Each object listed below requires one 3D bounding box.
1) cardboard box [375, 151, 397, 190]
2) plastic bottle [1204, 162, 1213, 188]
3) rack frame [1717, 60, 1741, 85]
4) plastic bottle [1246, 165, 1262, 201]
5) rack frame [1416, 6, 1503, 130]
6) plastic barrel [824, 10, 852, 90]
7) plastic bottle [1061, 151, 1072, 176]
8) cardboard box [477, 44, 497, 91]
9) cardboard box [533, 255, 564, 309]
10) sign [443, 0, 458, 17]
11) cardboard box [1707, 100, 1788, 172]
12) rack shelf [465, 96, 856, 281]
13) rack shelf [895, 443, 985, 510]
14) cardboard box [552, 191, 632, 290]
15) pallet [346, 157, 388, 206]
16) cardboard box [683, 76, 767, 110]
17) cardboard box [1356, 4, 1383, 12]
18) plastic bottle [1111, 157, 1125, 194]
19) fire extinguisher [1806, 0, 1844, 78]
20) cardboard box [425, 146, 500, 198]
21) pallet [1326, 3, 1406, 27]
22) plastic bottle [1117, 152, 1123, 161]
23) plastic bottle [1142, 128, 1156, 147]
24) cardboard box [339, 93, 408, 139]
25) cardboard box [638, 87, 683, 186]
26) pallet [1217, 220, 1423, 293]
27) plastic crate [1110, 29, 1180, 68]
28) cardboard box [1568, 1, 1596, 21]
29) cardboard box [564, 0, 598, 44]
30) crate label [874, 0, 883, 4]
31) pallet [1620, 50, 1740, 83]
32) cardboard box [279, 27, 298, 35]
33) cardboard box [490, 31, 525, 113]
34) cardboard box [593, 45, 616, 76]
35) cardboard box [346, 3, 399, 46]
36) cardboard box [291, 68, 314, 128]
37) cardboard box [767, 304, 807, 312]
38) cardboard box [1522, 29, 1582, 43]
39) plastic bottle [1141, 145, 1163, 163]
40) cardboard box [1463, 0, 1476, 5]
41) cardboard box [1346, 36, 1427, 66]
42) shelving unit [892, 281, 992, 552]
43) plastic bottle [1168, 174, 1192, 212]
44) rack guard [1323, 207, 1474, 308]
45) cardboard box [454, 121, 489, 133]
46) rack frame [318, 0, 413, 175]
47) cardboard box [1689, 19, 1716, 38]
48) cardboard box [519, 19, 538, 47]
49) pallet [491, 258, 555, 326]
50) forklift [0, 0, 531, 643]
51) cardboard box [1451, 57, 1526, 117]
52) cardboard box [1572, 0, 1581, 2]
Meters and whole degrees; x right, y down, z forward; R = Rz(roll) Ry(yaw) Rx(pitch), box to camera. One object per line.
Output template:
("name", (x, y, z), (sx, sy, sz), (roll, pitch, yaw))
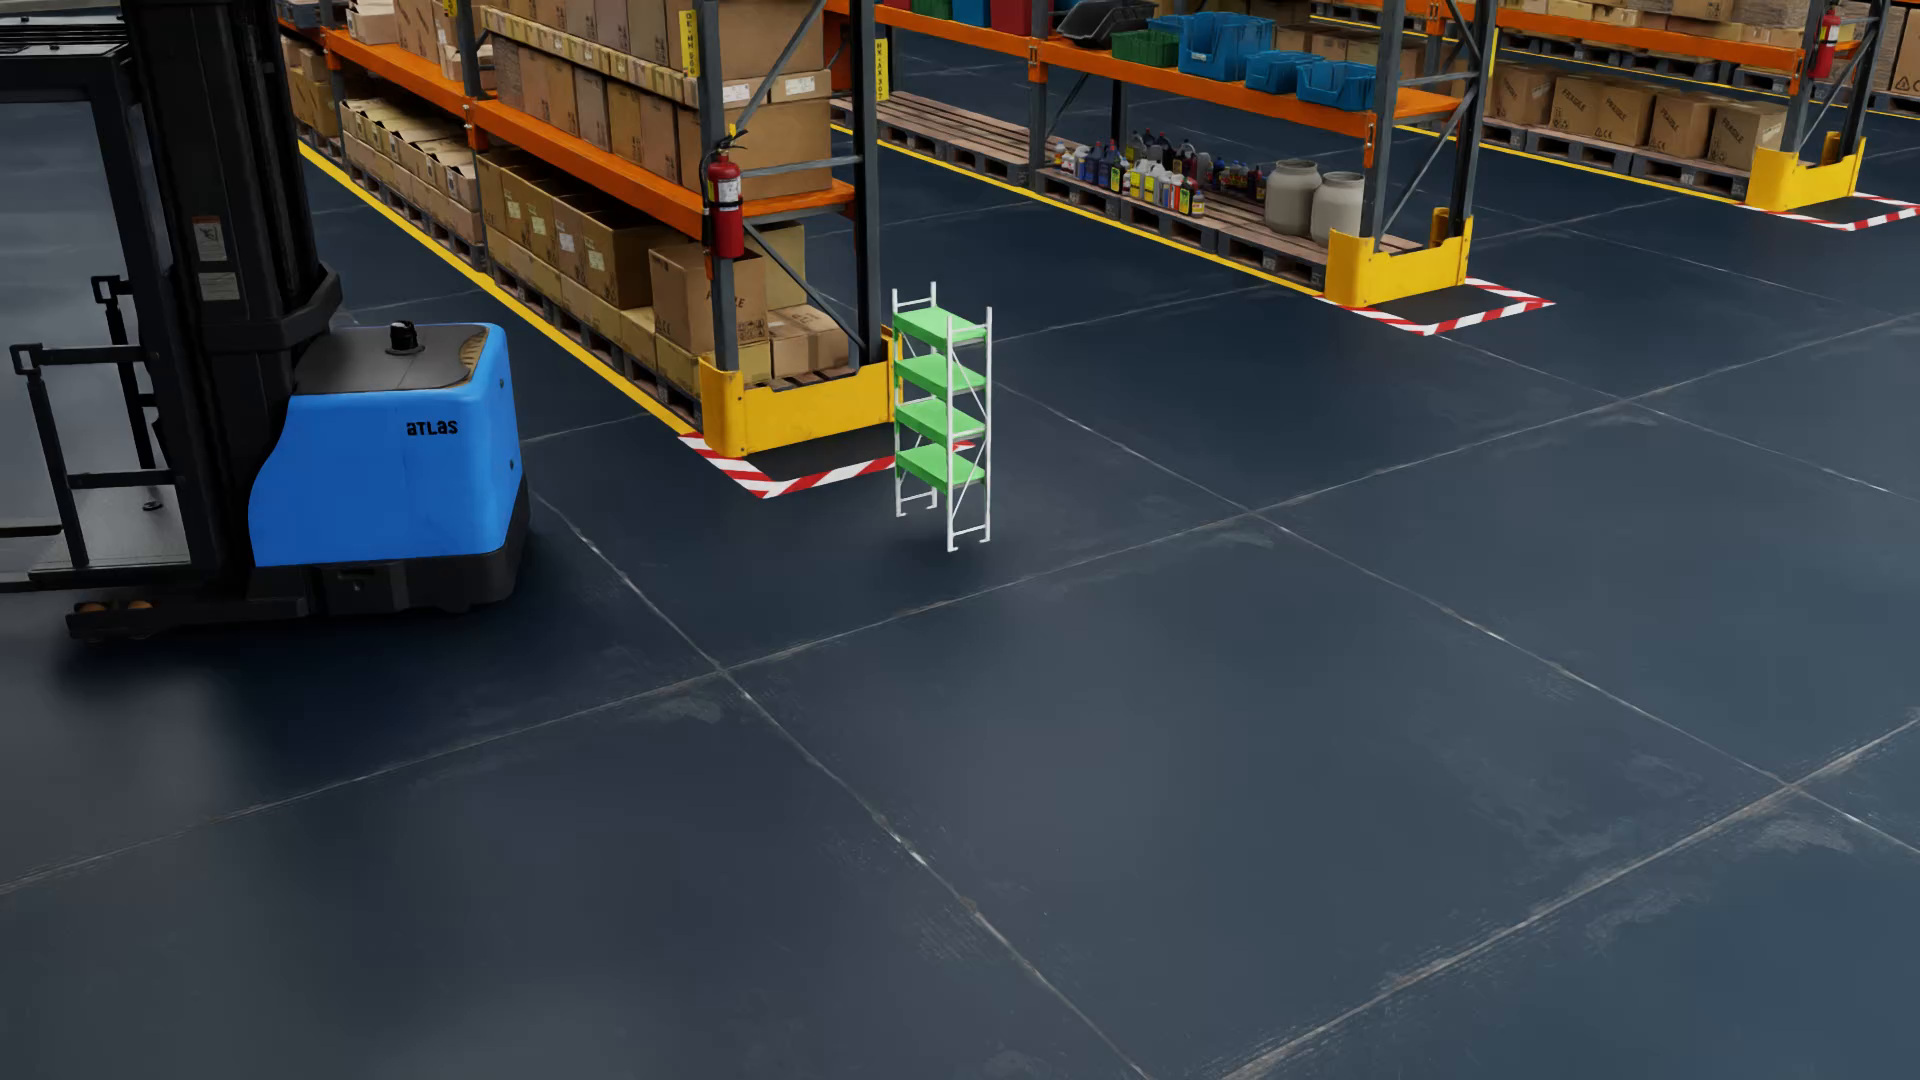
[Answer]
("cardboard box", (-4.668, -3.194, 14.231), (0.500, 0.250, 0.500), (-16, 30, -31))
("plastic bottle", (2.111, -3.081, 14.025), (0.097, 0.201, 0.097), (0, 25, 0))
("rack frame", (9.425, -6.864, 19.275), (1.000, 3.000, 0.127), (-16, 29, -30))
("plastic bottle", (2.411, -2.936, 13.622), (0.061, 0.283, 0.133), (-15, 29, -29))
("rack frame", (5.214, -5.744, 16.903), (1.000, 3.000, 0.127), (-16, 29, -30))
("plastic barrel", (-1.401, -5.400, 18.225), (0.600, 0.830, 0.708), (-16, 29, -30))
("plastic bottle", (0.926, -3.271, 14.427), (0.097, 0.201, 0.097), (0, 25, 0))
("cardboard box", (-3.393, -3.535, 12.399), (0.500, 0.250, 0.500), (-14, 28, -26))
("cardboard box", (-2.552, -1.786, 11.249), (0.500, 0.250, 0.500), (-16, 29, -30))
("sign", (-3.537, -3.794, 11.510), (0.100, 0.325, 0.005), (-16, 29, -30))
("cardboard box", (7.071, -3.600, 14.798), (0.500, 0.500, 0.500), (-10, 27, -20))
("rack shelf", (-1.996, -2.396, 10.654), (1.077, 0.370, 4.000), (-16, 29, -30))
("rack shelf", (-0.090, -0.327, 8.249), (0.258, 0.148, 0.480), (-16, 29, -30))
("cardboard box", (-2.277, -1.947, 10.712), (0.500, 0.500, 0.500), (-16, 29, -30))
("pallet", (-4.855, -3.303, 14.999), (1.003, 0.211, 1.213), (-16, 29, -30))
("cardboard box", (-1.273, -2.437, 9.021), (0.380, 0.149, 0.250), (-16, 30, -30))
("cardboard box", (6.080, -7.900, 23.907), (0.500, 0.500, 0.500), (-17, 30, -32))
("plastic bottle", (1.315, -3.038, 13.839), (0.061, 0.283, 0.133), (-14, 29, -27))
("fire extinguisher", (7.074, -4.130, 13.575), (0.296, 0.674, 0.183), (-16, 29, -30))
("cardboard box", (-3.839, -2.899, 12.950), (0.500, 0.311, 0.500), (-15, 29, -28))
("pallet", (6.154, -7.749, 24.418), (1.003, 0.211, 1.213), (-16, 29, -30))
("plastic bottle", (1.338, -3.146, 14.080), (0.097, 0.271, 0.097), (0, 25, 0))
("plastic bottle", (1.657, -3.427, 14.584), (0.144, 0.351, 0.185), (-16, 30, -31))
("cardboard box", (-5.232, -3.812, 14.882), (0.500, 0.311, 0.500), (-14, 29, -28))
("cardboard box", (-1.439, -2.408, 9.719), (0.700, 0.500, 0.500), (-15, 29, -28))
("pallet", (2.728, -2.206, 12.675), (1.003, 0.211, 1.213), (-16, 29, -30))
("plastic crate", (1.569, -3.942, 13.336), (0.450, 0.188, 0.662), (-16, 29, -30))
("cardboard box", (5.909, -4.950, 15.516), (0.380, 0.149, 0.250), (-16, 29, -30))
("cardboard box", (-2.018, -3.373, 10.244), (0.700, 0.500, 0.500), (-16, 29, -30))
("crate label", (-0.804, -5.618, 16.595), (0.502, 0.435, 0.616), (-16, 29, -30))
("pallet", (8.941, -5.861, 20.418), (1.003, 0.211, 1.213), (-16, 29, -30))
("cardboard box", (-6.849, -5.118, 17.112), (0.500, 0.250, 0.500), (-15, 29, -29))
("cardboard box", (-2.840, -3.325, 11.661), (0.700, 0.500, 0.500), (-16, 30, -31))
("cardboard box", (-1.981, -2.899, 10.001), (0.380, 0.149, 0.250), (-15, 29, -28))
("cardboard box", (-4.946, -4.462, 14.292), (0.500, 0.311, 0.500), (-16, 30, -30))
("cardboard box", (-6.261, -4.401, 16.471), (0.500, 0.500, 0.500), (-17, 30, -31))
("cardboard box", (-1.287, -1.374, 10.376), (0.500, 0.250, 0.500), (-16, 29, -30))
("cardboard box", (7.978, -6.916, 21.530), (1.050, 0.750, 0.750), (-15, 29, -29))
("plastic bottle", (1.652, -3.281, 14.363), (0.152, 0.276, 0.135), (-16, 29, -30))
("cardboard box", (5.205, -5.391, 16.450), (0.380, 0.149, 0.250), (-16, 29, -30))
("cardboard box", (4.652, -5.212, 18.190), (0.700, 0.500, 0.500), (-16, 29, -30))
("shelving unit", (-0.090, -0.602, 8.119), (0.258, 1.200, 0.503), (-16, 29, -30))
("plastic bottle", (1.763, -2.777, 13.295), (0.152, 0.276, 0.135), (-15, 29, -29))
("rack guard", (3.167, -2.045, 11.996), (1.175, 0.500, 0.348), (-16, 29, -30))
("cardboard box", (-3.945, -3.392, 13.994), (0.500, 0.311, 0.500), (-15, 29, -28))
("rack frame", (-5.272, -4.867, 15.047), (1.000, 3.000, 0.127), (-16, 29, -30))
("cardboard box", (6.630, -4.513, 14.591), (0.380, 0.149, 0.250), (-16, 29, -30))
("cardboard box", (-2.680, -3.359, 10.974), (0.380, 0.149, 0.250), (-16, 30, -30))
("pallet", (-2.689, -1.881, 11.988), (1.003, 0.211, 1.213), (-16, 29, -30))
("forklift", (-3.597, -1.116, 7.181), (3.031, 2.935, 1.130), (-3, 25, -7))
("cardboard box", (5.399, -4.651, 17.025), (0.500, 0.500, 0.500), (-17, 30, -31))
("cardboard box", (6.009, -5.406, 15.722), (0.875, 0.500, 0.500), (-16, 29, -30))
